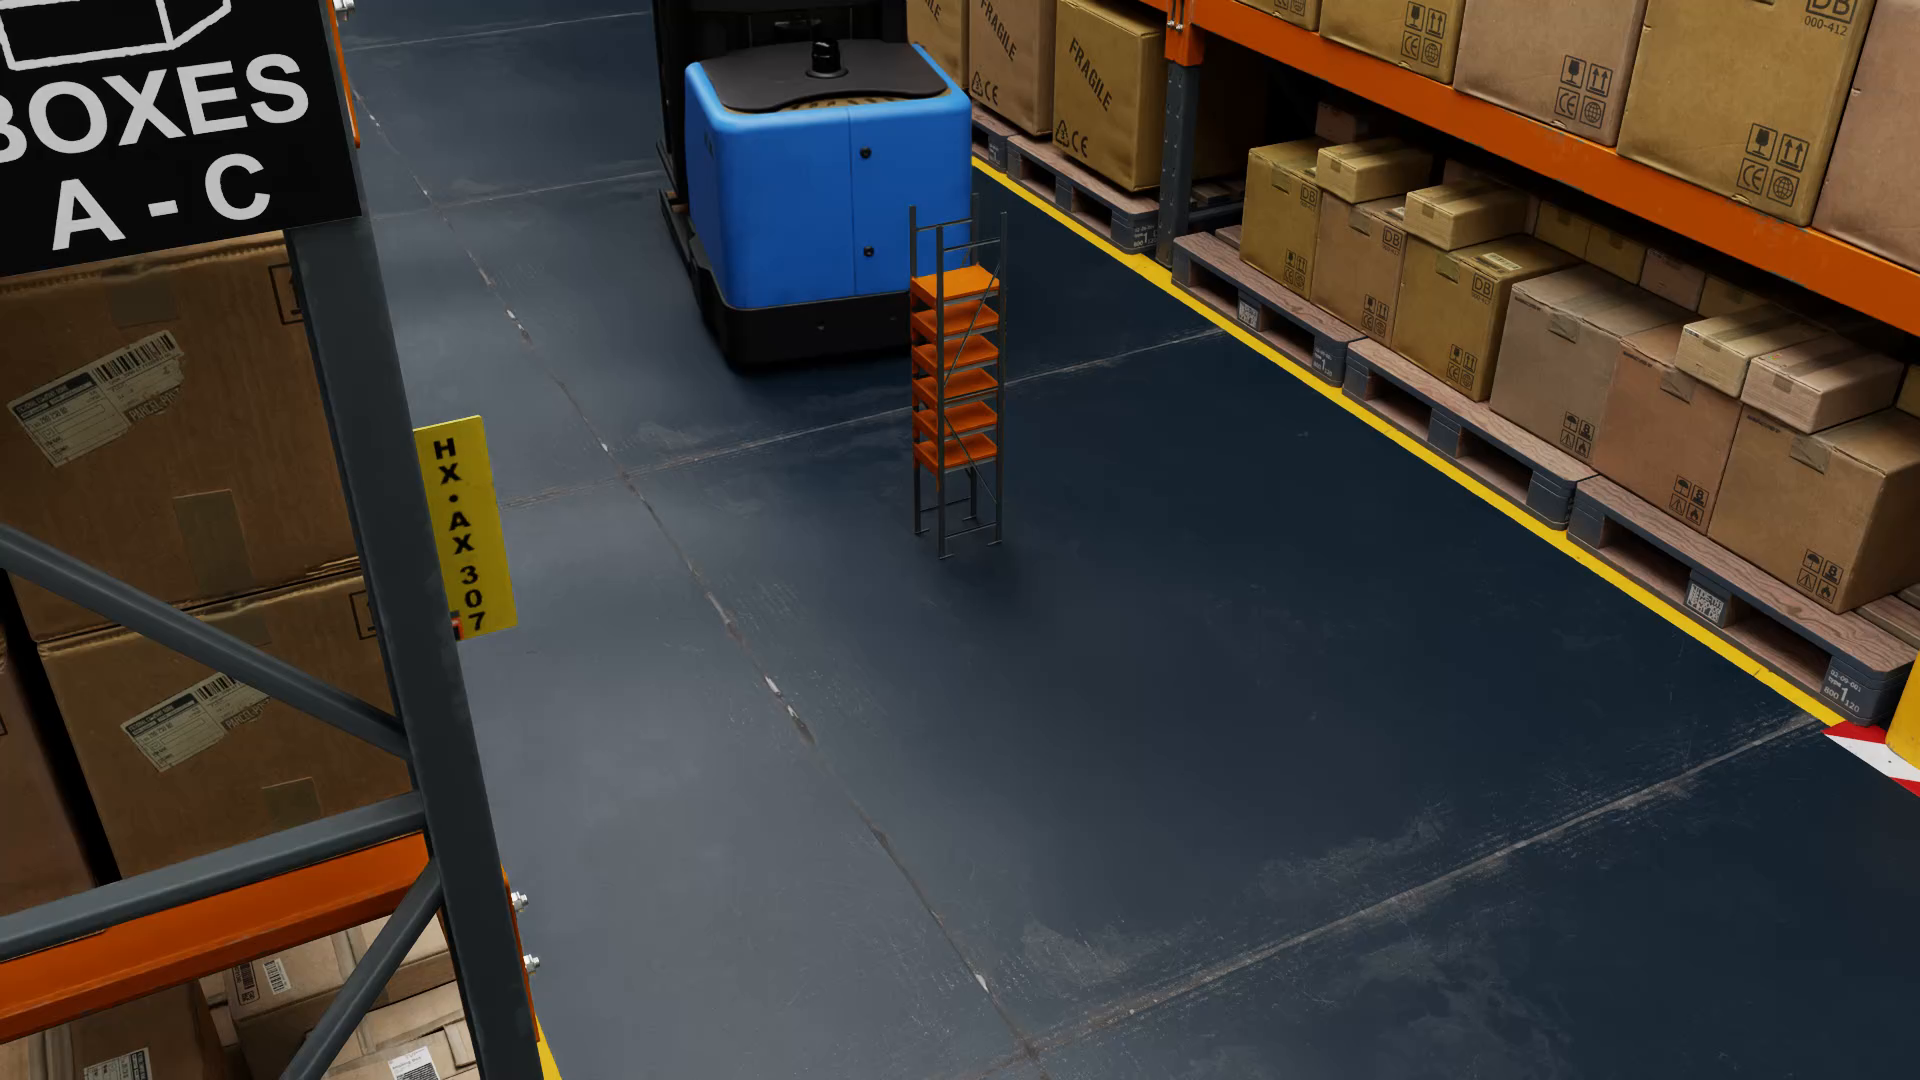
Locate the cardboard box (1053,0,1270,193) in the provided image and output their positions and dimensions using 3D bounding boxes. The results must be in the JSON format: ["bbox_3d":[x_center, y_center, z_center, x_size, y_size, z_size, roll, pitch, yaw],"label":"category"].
[{"bbox_3d":[0.965,-2.214,8.028,0.750,0.750,0.750,-15,36,-23],"label":"cardboard box"}]

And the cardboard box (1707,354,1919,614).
[{"bbox_3d":[2.833,-0.189,5.192,0.700,0.500,0.500,-16,36,-23],"label":"cardboard box"}]

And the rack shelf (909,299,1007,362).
[{"bbox_3d":[-0.007,-0.677,5.332,0.258,0.103,0.180,-16,36,-23],"label":"rack shelf"}]

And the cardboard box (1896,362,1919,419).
[{"bbox_3d":[3.068,-0.453,5.002,0.380,0.149,0.250,-16,36,-23],"label":"cardboard box"}]

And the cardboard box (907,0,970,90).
[{"bbox_3d":[0.148,-3.042,9.320,0.750,0.750,0.750,-16,36,-23],"label":"cardboard box"}]

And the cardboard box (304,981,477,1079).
[{"bbox_3d":[-1.140,1.094,3.480,0.380,0.166,0.250,-16,36,-23],"label":"cardboard box"}]

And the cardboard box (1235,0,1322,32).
[{"bbox_3d":[1.621,-2.528,6.637,0.980,0.700,0.700,-15,36,-22],"label":"cardboard box"}]

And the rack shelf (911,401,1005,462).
[{"bbox_3d":[-0.007,-0.374,5.526,0.258,0.103,0.180,-16,36,-23],"label":"rack shelf"}]

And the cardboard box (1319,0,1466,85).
[{"bbox_3d":[1.957,-2.178,6.091,0.980,0.700,0.700,-17,36,-24],"label":"cardboard box"}]

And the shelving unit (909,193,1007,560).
[{"bbox_3d":[-0.007,-0.512,5.437,0.258,1.200,0.189,-16,36,-23],"label":"shelving unit"}]

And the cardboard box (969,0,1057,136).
[{"bbox_3d":[0.548,-2.637,8.689,0.750,0.750,0.750,-15,35,-22],"label":"cardboard box"}]

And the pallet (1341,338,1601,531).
[{"bbox_3d":[2.241,-0.525,6.374,1.003,0.211,1.213,-16,36,-23],"label":"pallet"}]

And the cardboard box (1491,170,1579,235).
[{"bbox_3d":[2.237,-1.301,6.327,0.380,0.149,0.250,-15,36,-23],"label":"cardboard box"}]

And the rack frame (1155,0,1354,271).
[{"bbox_3d":[1.383,-2.665,7.128,1.000,3.000,0.127,-16,36,-23],"label":"rack frame"}]

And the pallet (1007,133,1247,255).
[{"bbox_3d":[0.957,-1.840,8.426,1.003,0.211,1.213,-16,36,-23],"label":"pallet"}]

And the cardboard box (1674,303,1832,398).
[{"bbox_3d":[2.492,-0.599,5.231,0.380,0.149,0.250,-15,36,-22],"label":"cardboard box"}]

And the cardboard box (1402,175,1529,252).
[{"bbox_3d":[1.883,-1.221,6.202,0.380,0.149,0.250,-17,36,-24],"label":"cardboard box"}]

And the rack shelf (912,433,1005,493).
[{"bbox_3d":[-0.007,-0.273,5.591,0.258,0.103,0.180,-16,36,-23],"label":"rack shelf"}]

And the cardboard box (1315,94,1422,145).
[{"bbox_3d":[1.749,-1.798,7.103,0.380,0.149,0.250,-16,36,-23],"label":"cardboard box"}]

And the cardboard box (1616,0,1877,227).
[{"bbox_3d":[2.652,-1.467,4.981,0.980,0.700,0.700,-16,36,-23],"label":"cardboard box"}]

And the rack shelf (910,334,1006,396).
[{"bbox_3d":[-0.007,-0.576,5.396,0.258,0.103,0.180,-16,36,-23],"label":"rack shelf"}]

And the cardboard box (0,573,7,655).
[{"bbox_3d":[-1.583,-0.114,2.128,0.500,0.500,0.500,-16,36,-24],"label":"cardboard box"}]

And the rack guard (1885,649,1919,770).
[{"bbox_3d":[3.259,0.308,4.805,1.175,0.500,0.348,-16,36,-23],"label":"rack guard"}]

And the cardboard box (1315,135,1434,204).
[{"bbox_3d":[1.639,-1.470,6.590,0.380,0.149,0.250,-15,35,-22],"label":"cardboard box"}]

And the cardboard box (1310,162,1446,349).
[{"bbox_3d":[1.872,-1.166,6.717,0.700,0.500,0.500,-16,36,-24],"label":"cardboard box"}]

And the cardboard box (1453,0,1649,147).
[{"bbox_3d":[2.305,-1.833,5.553,0.980,0.700,0.700,-18,37,-25],"label":"cardboard box"}]

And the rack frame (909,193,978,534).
[{"bbox_3d":[-0.049,-0.556,5.505,0.240,1.200,0.006,-16,36,-23],"label":"rack frame"}]

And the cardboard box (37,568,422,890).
[{"bbox_3d":[-1.106,0.172,2.608,0.500,0.500,0.500,-15,36,-22],"label":"cardboard box"}]

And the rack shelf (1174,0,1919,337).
[{"bbox_3d":[2.315,-1.407,5.833,1.077,0.370,4.000,-16,36,-23],"label":"rack shelf"}]

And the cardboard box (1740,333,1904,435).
[{"bbox_3d":[2.612,-0.477,5.041,0.380,0.149,0.250,-16,36,-24],"label":"cardboard box"}]

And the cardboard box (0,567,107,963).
[{"bbox_3d":[-1.582,0.305,2.401,0.500,0.500,0.500,-15,35,-22],"label":"cardboard box"}]

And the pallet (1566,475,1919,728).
[{"bbox_3d":[2.806,0.057,5.466,1.003,0.211,1.213,-16,36,-23],"label":"pallet"}]

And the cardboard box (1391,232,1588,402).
[{"bbox_3d":[2.110,-0.920,6.333,0.700,0.500,0.500,-15,36,-22],"label":"cardboard box"}]

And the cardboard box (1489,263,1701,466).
[{"bbox_3d":[2.365,-0.667,5.939,0.700,0.500,0.500,-17,36,-25],"label":"cardboard box"}]

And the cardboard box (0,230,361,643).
[{"bbox_3d":[-1.106,-0.249,2.339,0.500,0.500,0.500,-15,35,-22],"label":"cardboard box"}]

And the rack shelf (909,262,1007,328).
[{"bbox_3d":[-0.007,-0.778,5.267,0.258,0.103,0.180,-16,36,-23],"label":"rack shelf"}]

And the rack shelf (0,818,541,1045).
[{"bbox_3d":[-2.065,-0.159,3.885,1.077,0.370,4.000,-16,36,-23],"label":"rack shelf"}]

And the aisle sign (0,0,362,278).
[{"bbox_3d":[-0.841,-0.644,1.564,0.394,0.787,0.004,-16,36,-23],"label":"aisle sign"}]

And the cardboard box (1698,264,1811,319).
[{"bbox_3d":[2.715,-0.814,5.566,0.380,0.149,0.250,-16,36,-23],"label":"cardboard box"}]

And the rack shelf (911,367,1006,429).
[{"bbox_3d":[-0.007,-0.475,5.461,0.258,0.103,0.180,-16,36,-23],"label":"rack shelf"}]

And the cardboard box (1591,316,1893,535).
[{"bbox_3d":[2.600,-0.428,5.565,0.700,0.500,0.500,-16,36,-23],"label":"cardboard box"}]

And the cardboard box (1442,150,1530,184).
[{"bbox_3d":[2.120,-1.422,6.515,0.380,0.149,0.250,-17,36,-25],"label":"cardboard box"}]

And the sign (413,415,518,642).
[{"bbox_3d":[-0.653,-0.009,2.181,0.100,0.325,0.005,-16,36,-23],"label":"sign"}]

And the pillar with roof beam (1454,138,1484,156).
[{"bbox_3d":[-1.334,-3.991,3.638,9.100,9.000,0.400,-16,36,-23],"label":"pillar with roof beam"}]

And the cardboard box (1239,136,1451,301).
[{"bbox_3d":[1.641,-1.406,7.092,0.700,0.500,0.500,-15,36,-23],"label":"cardboard box"}]

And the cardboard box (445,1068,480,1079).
[{"bbox_3d":[-1.024,1.221,3.298,0.380,0.149,0.250,-16,36,-23],"label":"cardboard box"}]

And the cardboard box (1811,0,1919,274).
[{"bbox_3d":[3.001,-1.123,4.444,0.980,0.700,0.700,-14,35,-21],"label":"cardboard box"}]

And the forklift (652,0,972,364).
[{"bbox_3d":[-0.841,-2.734,7.301,1.130,2.935,3.031,-9,34,-14],"label":"forklift"}]

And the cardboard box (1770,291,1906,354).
[{"bbox_3d":[2.831,-0.694,5.379,0.380,0.149,0.250,-16,36,-23],"label":"cardboard box"}]

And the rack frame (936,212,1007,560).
[{"bbox_3d":[0.036,-0.468,5.369,0.240,1.200,0.006,-16,36,-23],"label":"rack frame"}]

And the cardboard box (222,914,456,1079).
[{"bbox_3d":[-1.368,0.895,3.713,0.500,0.250,0.500,-16,36,-23],"label":"cardboard box"}]

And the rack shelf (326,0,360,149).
[{"bbox_3d":[-2.065,-1.422,3.076,1.077,0.370,4.000,-16,36,-23],"label":"rack shelf"}]

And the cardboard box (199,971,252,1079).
[{"bbox_3d":[-1.713,1.086,3.492,0.380,0.166,0.250,-16,36,-23],"label":"cardboard box"}]

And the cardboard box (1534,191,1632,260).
[{"bbox_3d":[2.358,-1.178,6.135,0.380,0.149,0.250,-17,36,-24],"label":"cardboard box"}]

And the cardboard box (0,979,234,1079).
[{"bbox_3d":[-1.604,1.162,3.065,0.500,0.500,0.500,-16,36,-23],"label":"cardboard box"}]

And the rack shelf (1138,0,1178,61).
[{"bbox_3d":[0.450,-3.316,8.812,1.077,0.370,4.000,-16,36,-23],"label":"rack shelf"}]

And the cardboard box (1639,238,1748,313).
[{"bbox_3d":[2.596,-0.935,5.755,0.380,0.149,0.250,-15,36,-22],"label":"cardboard box"}]

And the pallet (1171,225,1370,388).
[{"bbox_3d":[1.668,-1.108,7.283,1.003,0.211,1.213,-16,36,-23],"label":"pallet"}]

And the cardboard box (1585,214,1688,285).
[{"bbox_3d":[2.476,-1.057,5.946,0.380,0.149,0.250,-15,36,-23],"label":"cardboard box"}]

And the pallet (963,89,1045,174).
[{"bbox_3d":[0.384,-2.423,9.336,1.003,0.211,1.213,-16,36,-23],"label":"pallet"}]
